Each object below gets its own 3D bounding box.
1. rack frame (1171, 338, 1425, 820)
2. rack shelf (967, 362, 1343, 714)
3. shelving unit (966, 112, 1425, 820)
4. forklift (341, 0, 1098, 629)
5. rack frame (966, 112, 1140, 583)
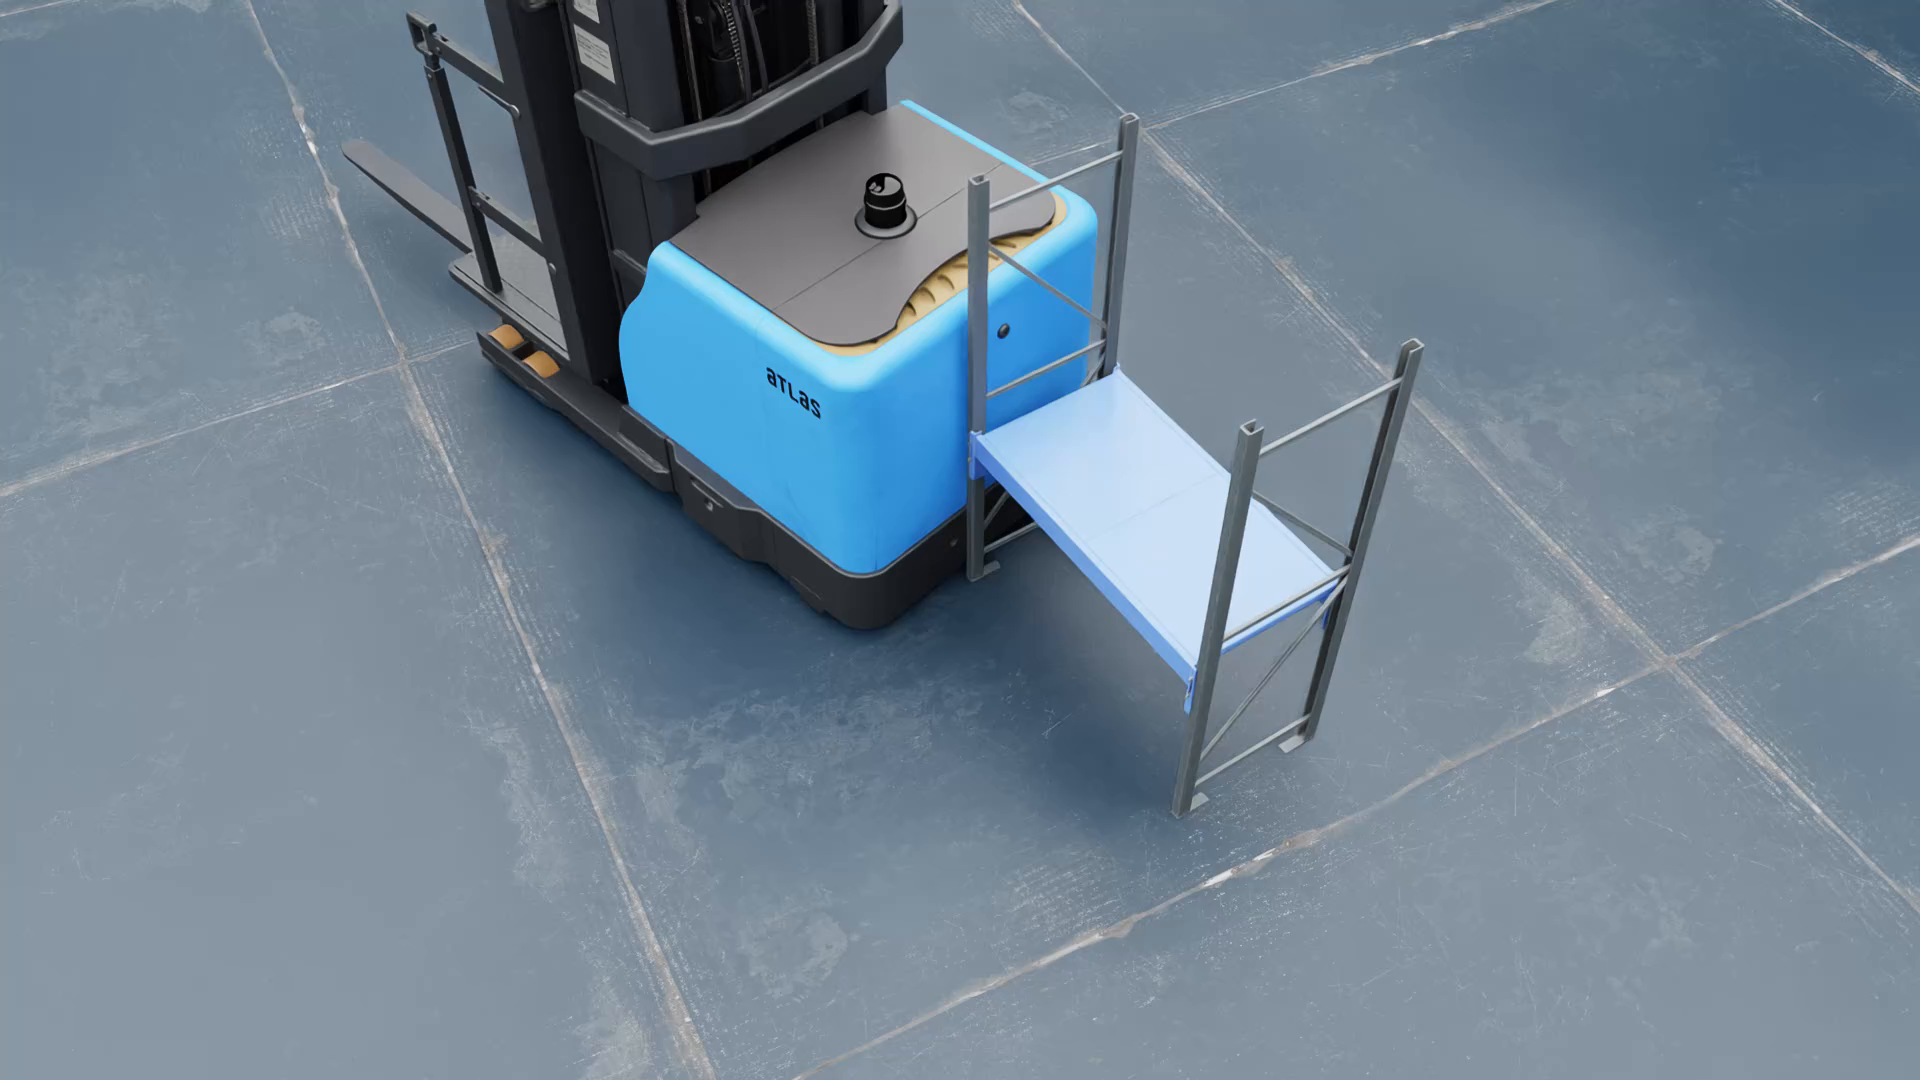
[{"bbox_3d":[0.798,0.163,4.111,0.500,1.500,0.032,-27,54,-21],"label":"rack frame"},{"bbox_3d":[0.517,-0.037,4.525,0.538,0.185,1.000,-27,54,-21],"label":"rack shelf"},{"bbox_3d":[0.517,-0.155,4.389,0.538,1.500,1.048,-27,54,-21],"label":"shelving unit"},{"bbox_3d":[-1.008,-1.693,4.784,3.031,2.935,1.130,36,58,27],"label":"forklift"},{"bbox_3d":[0.236,-0.474,4.668,0.500,1.500,0.032,-27,54,-21],"label":"rack frame"}]
